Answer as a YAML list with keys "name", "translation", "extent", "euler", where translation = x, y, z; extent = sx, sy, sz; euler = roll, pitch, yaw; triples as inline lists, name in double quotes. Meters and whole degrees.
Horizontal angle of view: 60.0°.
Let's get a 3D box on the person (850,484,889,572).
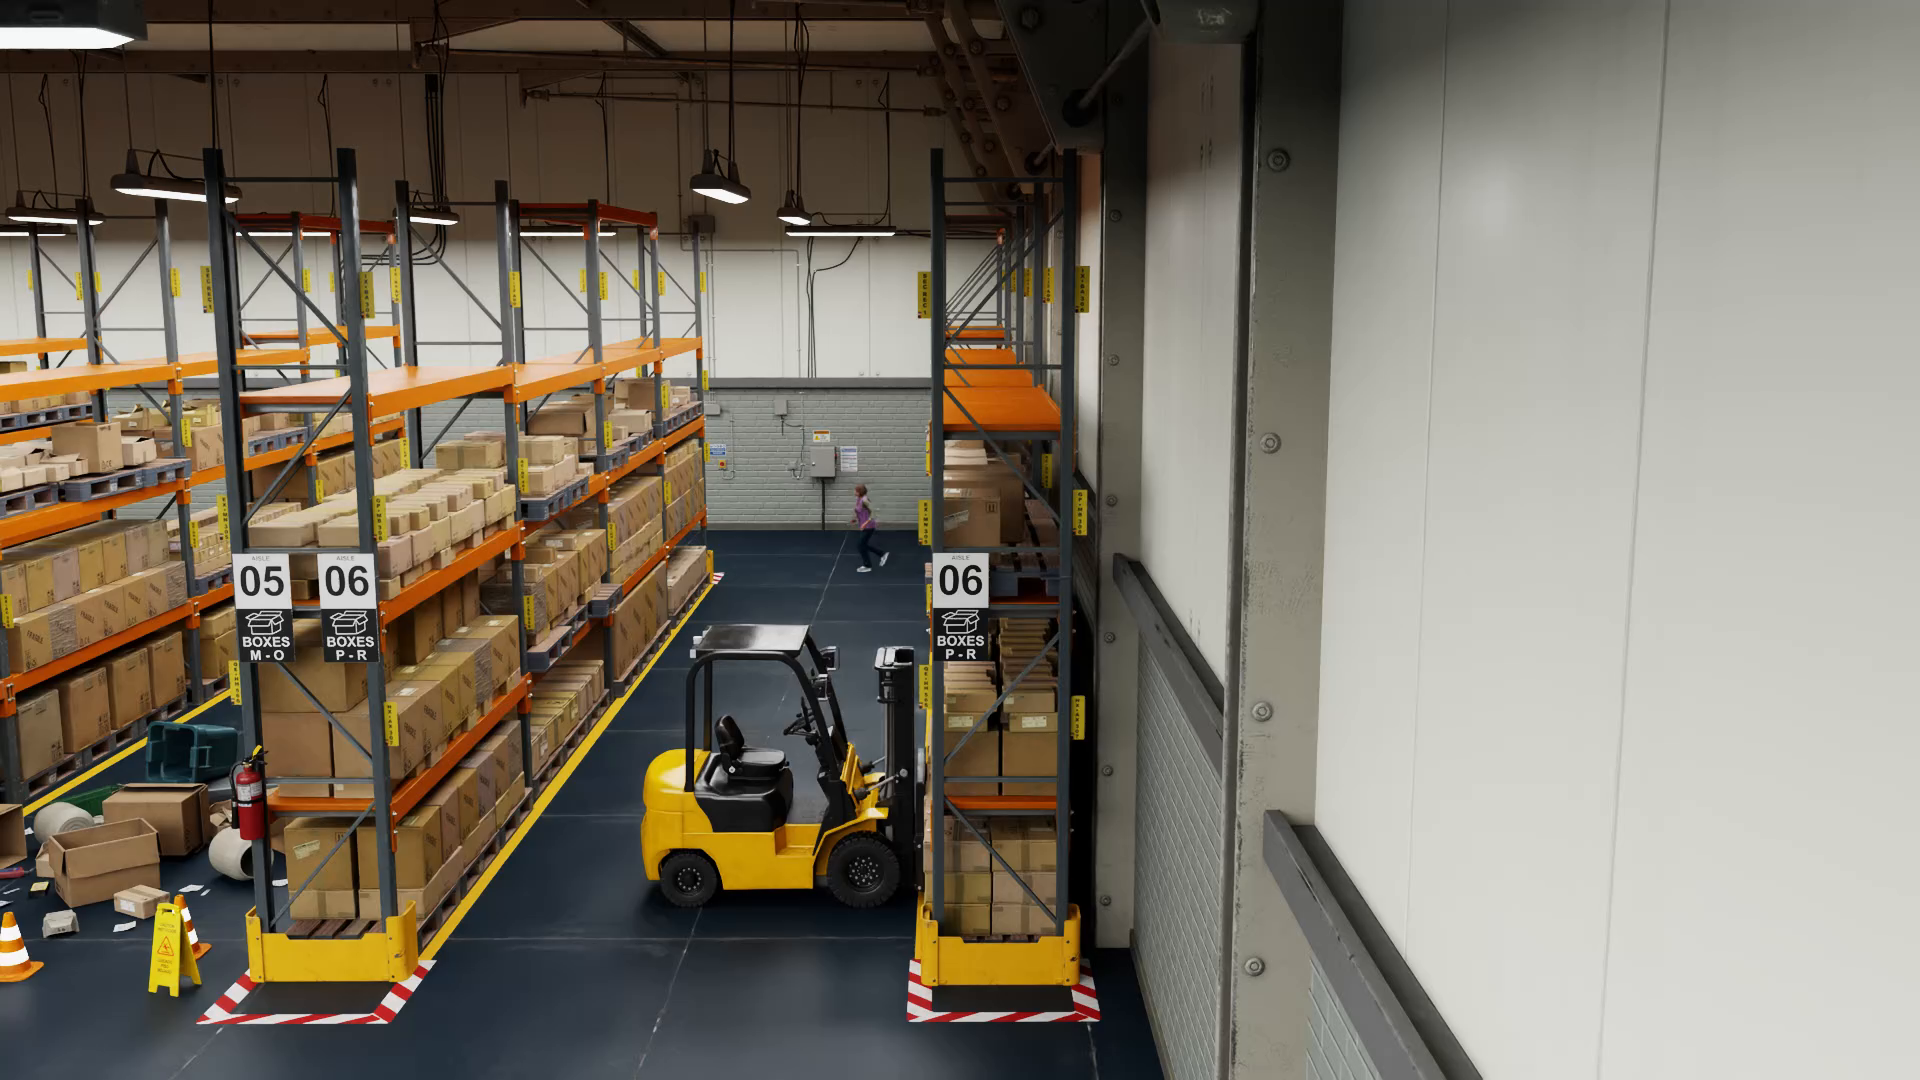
- name: "person"
  translation: [-1.576, -0.217, 29.023]
  extent: [0.687, 1.546, 0.536]
  euler: [-2, 9, -14]
